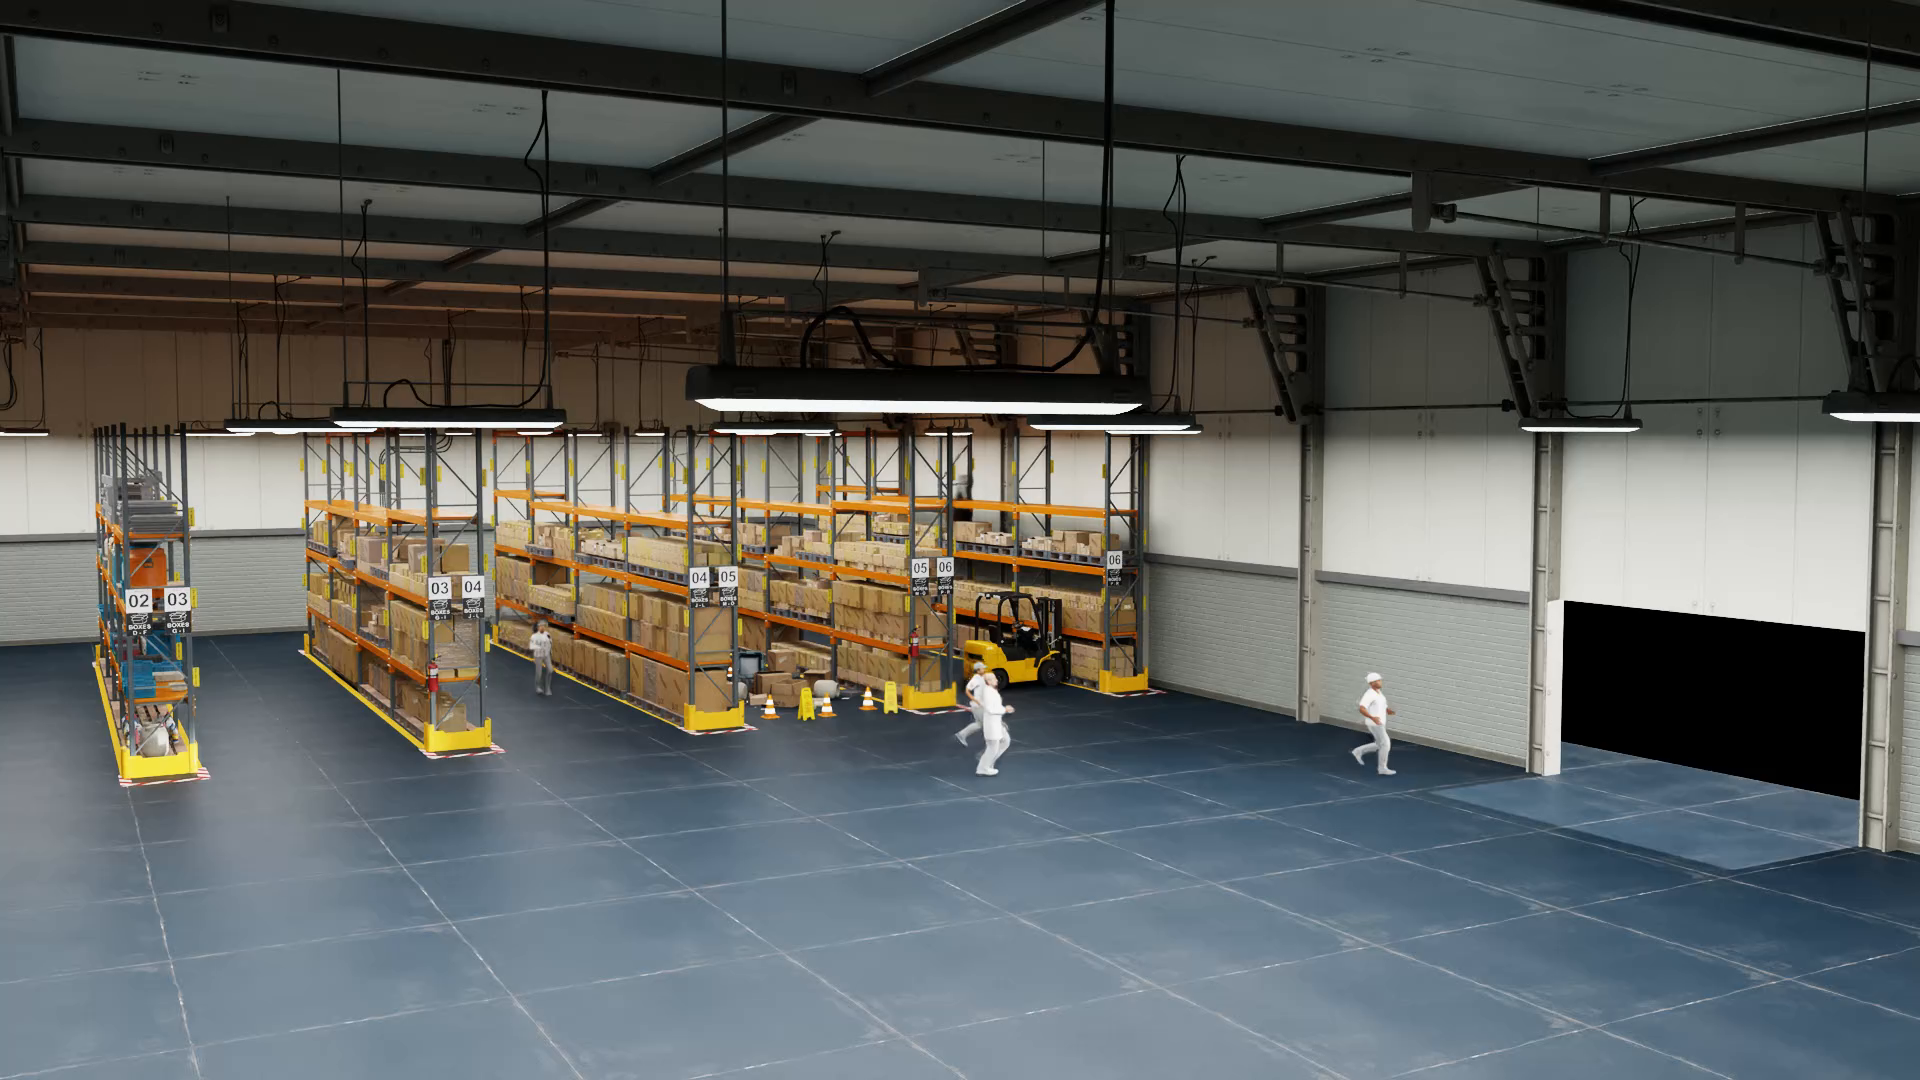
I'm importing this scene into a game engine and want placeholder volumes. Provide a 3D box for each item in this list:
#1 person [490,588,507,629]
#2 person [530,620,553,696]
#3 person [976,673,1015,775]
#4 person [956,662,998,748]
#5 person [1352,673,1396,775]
[{"bbox_3d":[-13.373,2.033,48.223,0.470,1.571,0.807,-1,3,-9],"label":"person"},{"bbox_3d":[-9.325,2.639,37.146,0.577,1.740,0.726,-2,4,-34],"label":"person"},{"bbox_3d":[0.614,3.132,28.275,0.671,1.763,0.694,0,3,7],"label":"person"},{"bbox_3d":[0.361,3.045,30.376,0.899,1.643,0.614,1,4,11],"label":"person"},{"bbox_3d":[7.082,3.135,28.446,0.795,1.732,0.711,2,4,28],"label":"person"}]
